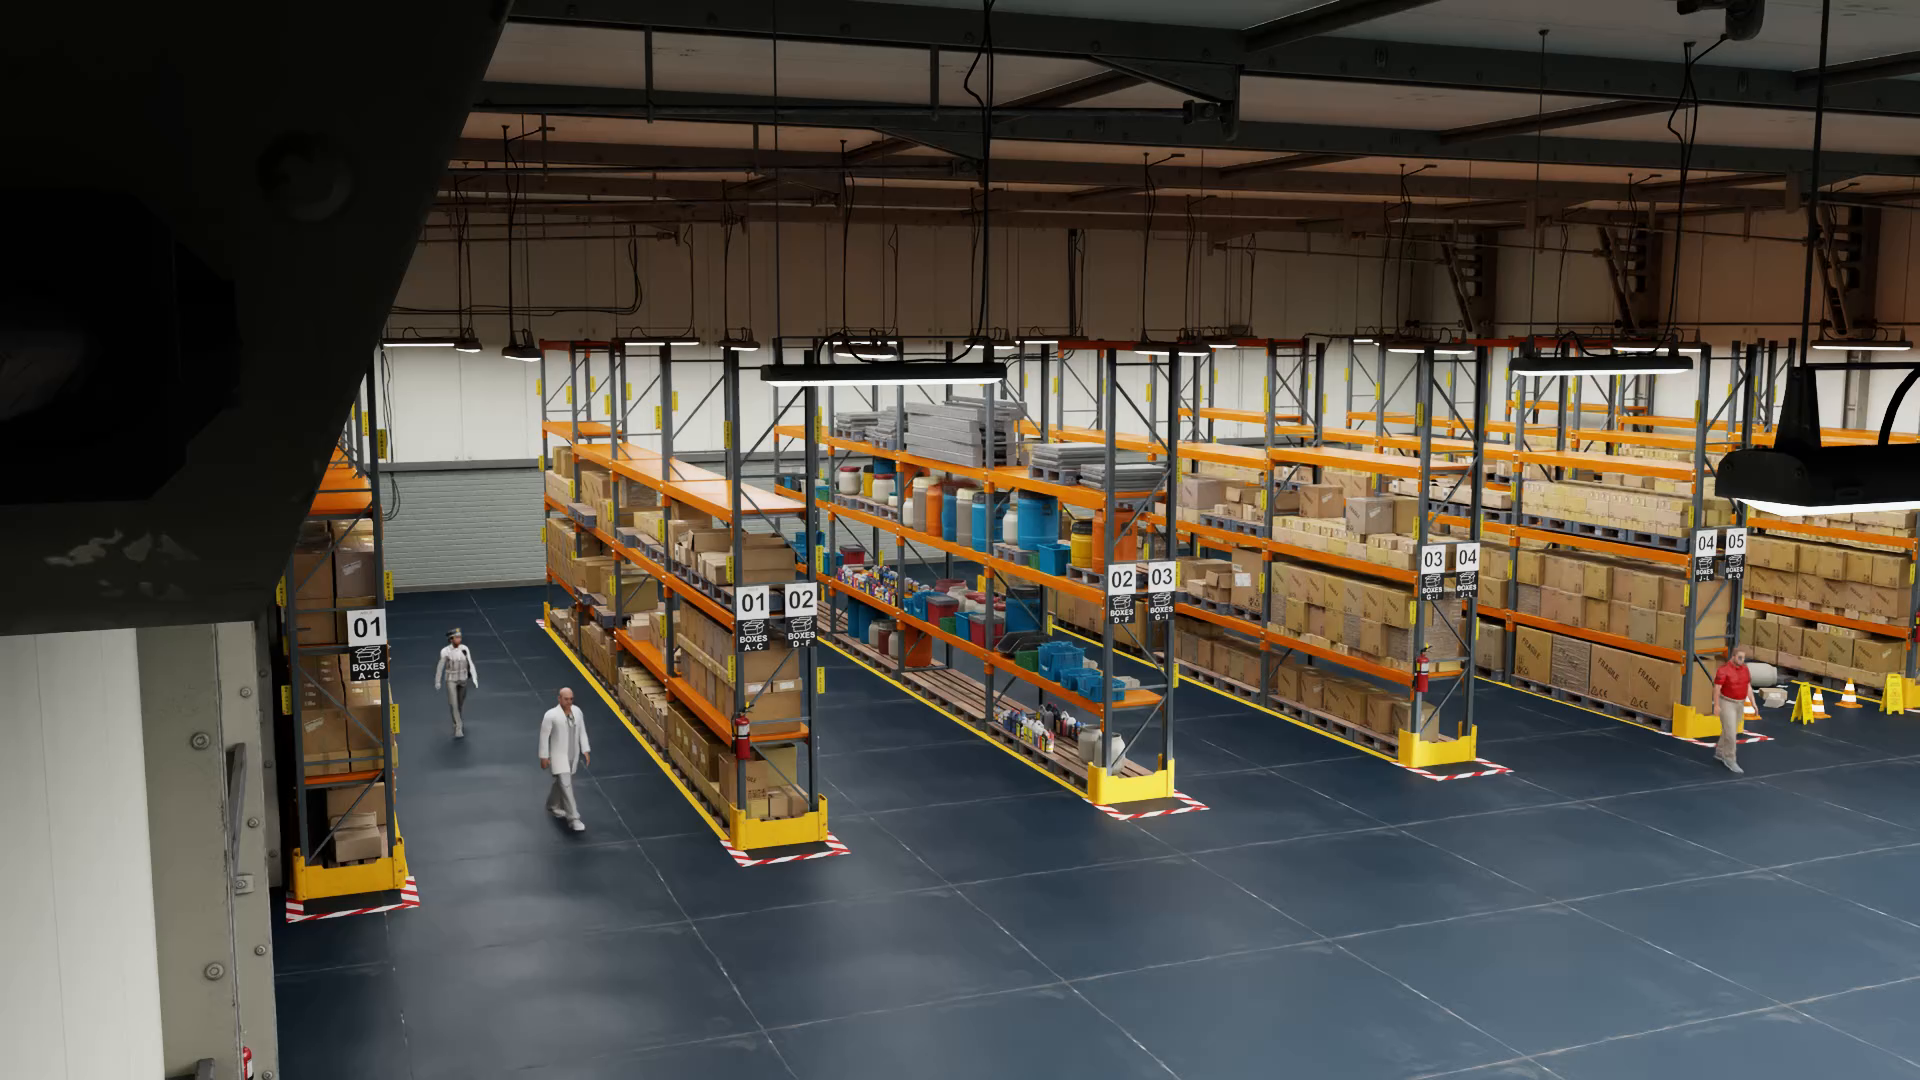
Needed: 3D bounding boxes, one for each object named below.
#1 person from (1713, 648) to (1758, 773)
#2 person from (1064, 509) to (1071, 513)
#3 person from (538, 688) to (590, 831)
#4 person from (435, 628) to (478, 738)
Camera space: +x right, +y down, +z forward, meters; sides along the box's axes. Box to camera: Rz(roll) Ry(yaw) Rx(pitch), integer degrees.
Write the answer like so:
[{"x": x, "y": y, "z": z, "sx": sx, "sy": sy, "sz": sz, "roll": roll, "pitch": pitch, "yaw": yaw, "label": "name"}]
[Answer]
[{"x": 11.079, "y": 2.405, "z": 23.789, "sx": 0.580, "sy": 1.762, "sz": 0.639, "roll": -3, "pitch": 8, "yaw": -24, "label": "person"}, {"x": 2.695, "y": 0.028, "z": 42.146, "sx": 0.744, "sy": 1.664, "sz": 0.706, "roll": -2, "pitch": 8, "yaw": -13, "label": "person"}, {"x": -4.965, "y": 2.721, "z": 21.020, "sx": 1.058, "sy": 1.727, "sz": 0.599, "roll": 5, "pitch": 9, "yaw": 35, "label": "person"}, {"x": -7.790, "y": 2.159, "z": 25.733, "sx": 0.585, "sy": 1.621, "sz": 1.040, "roll": -4, "pitch": 9, "yaw": -31, "label": "person"}]
